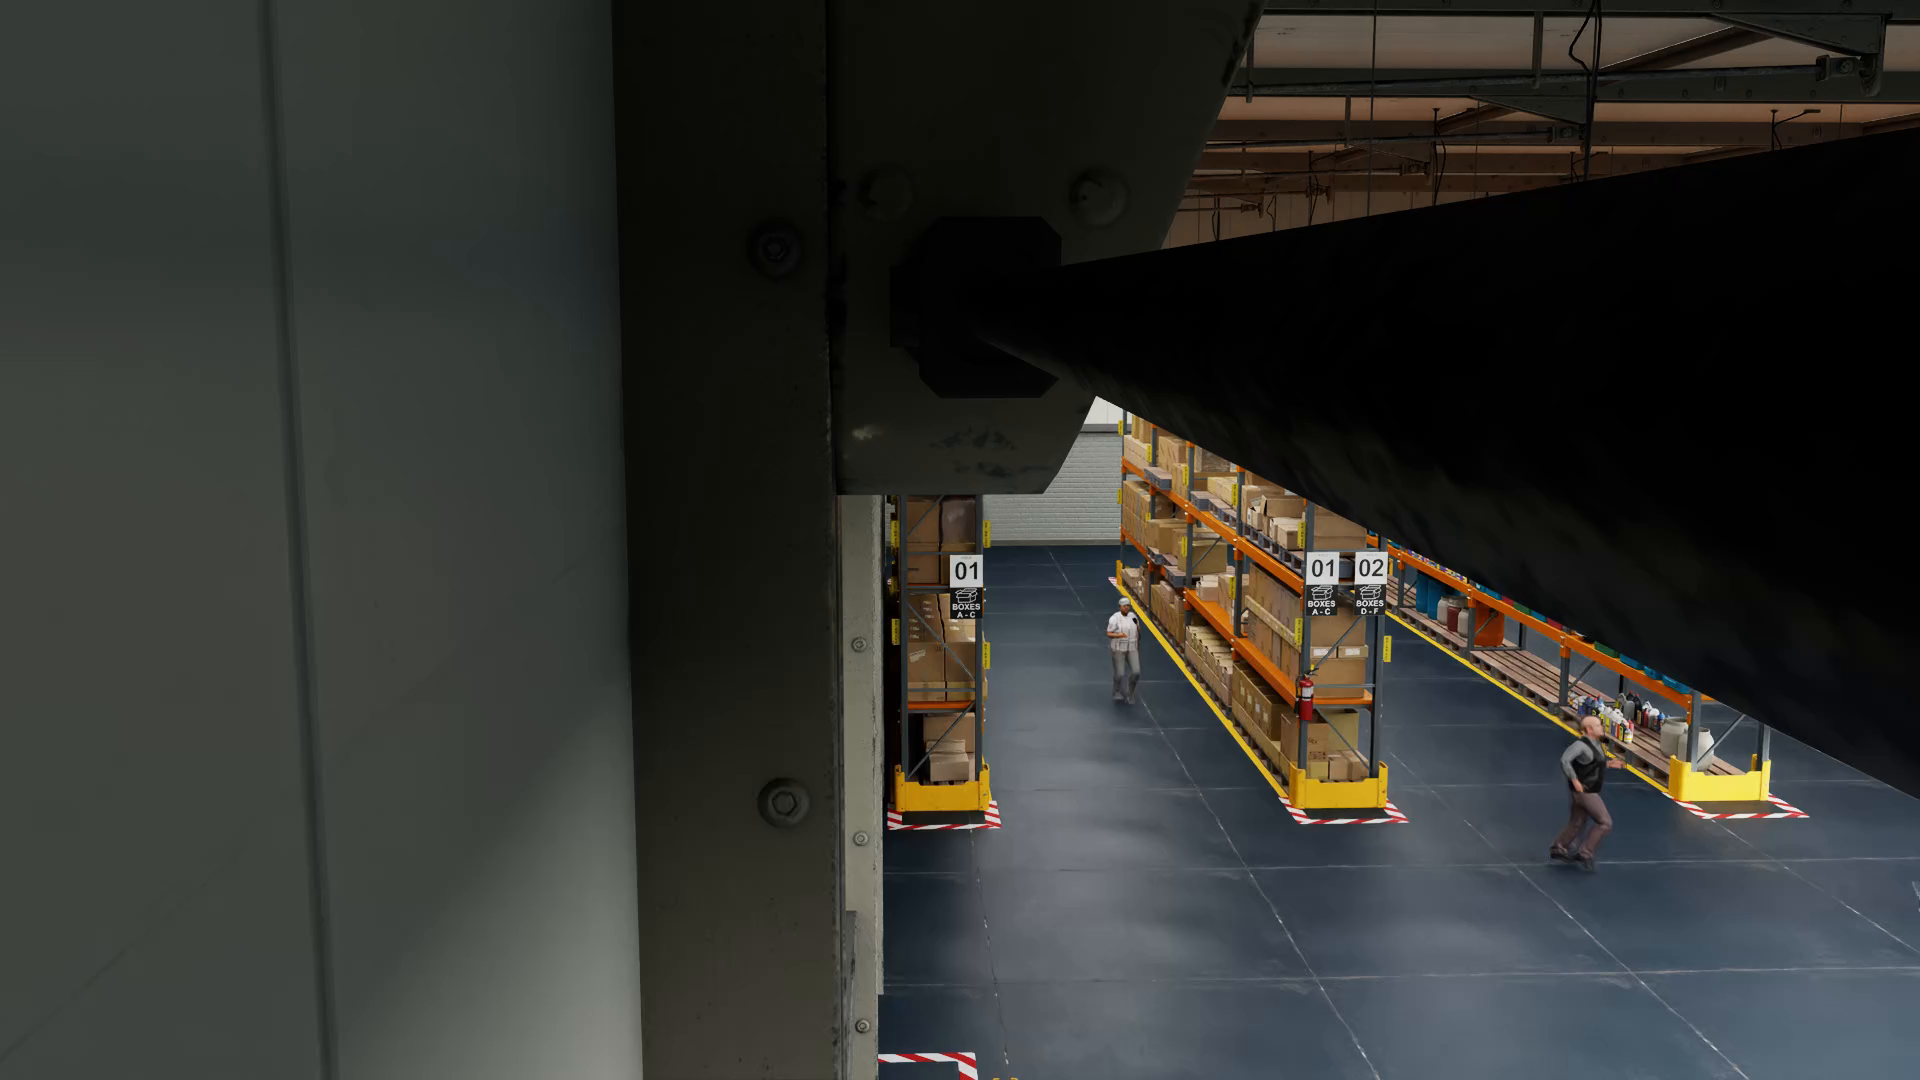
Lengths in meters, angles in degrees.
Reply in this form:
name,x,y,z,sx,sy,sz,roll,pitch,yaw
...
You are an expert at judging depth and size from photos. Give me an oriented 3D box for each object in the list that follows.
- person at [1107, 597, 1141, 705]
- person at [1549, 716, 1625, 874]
name,x,y,z,sx,sy,sz,roll,pitch,yaw
person,2.566,1.732,25.786,0.586,1.695,0.661,-2,9,-12
person,6.939,2.806,18.387,0.739,1.762,0.627,4,9,25
